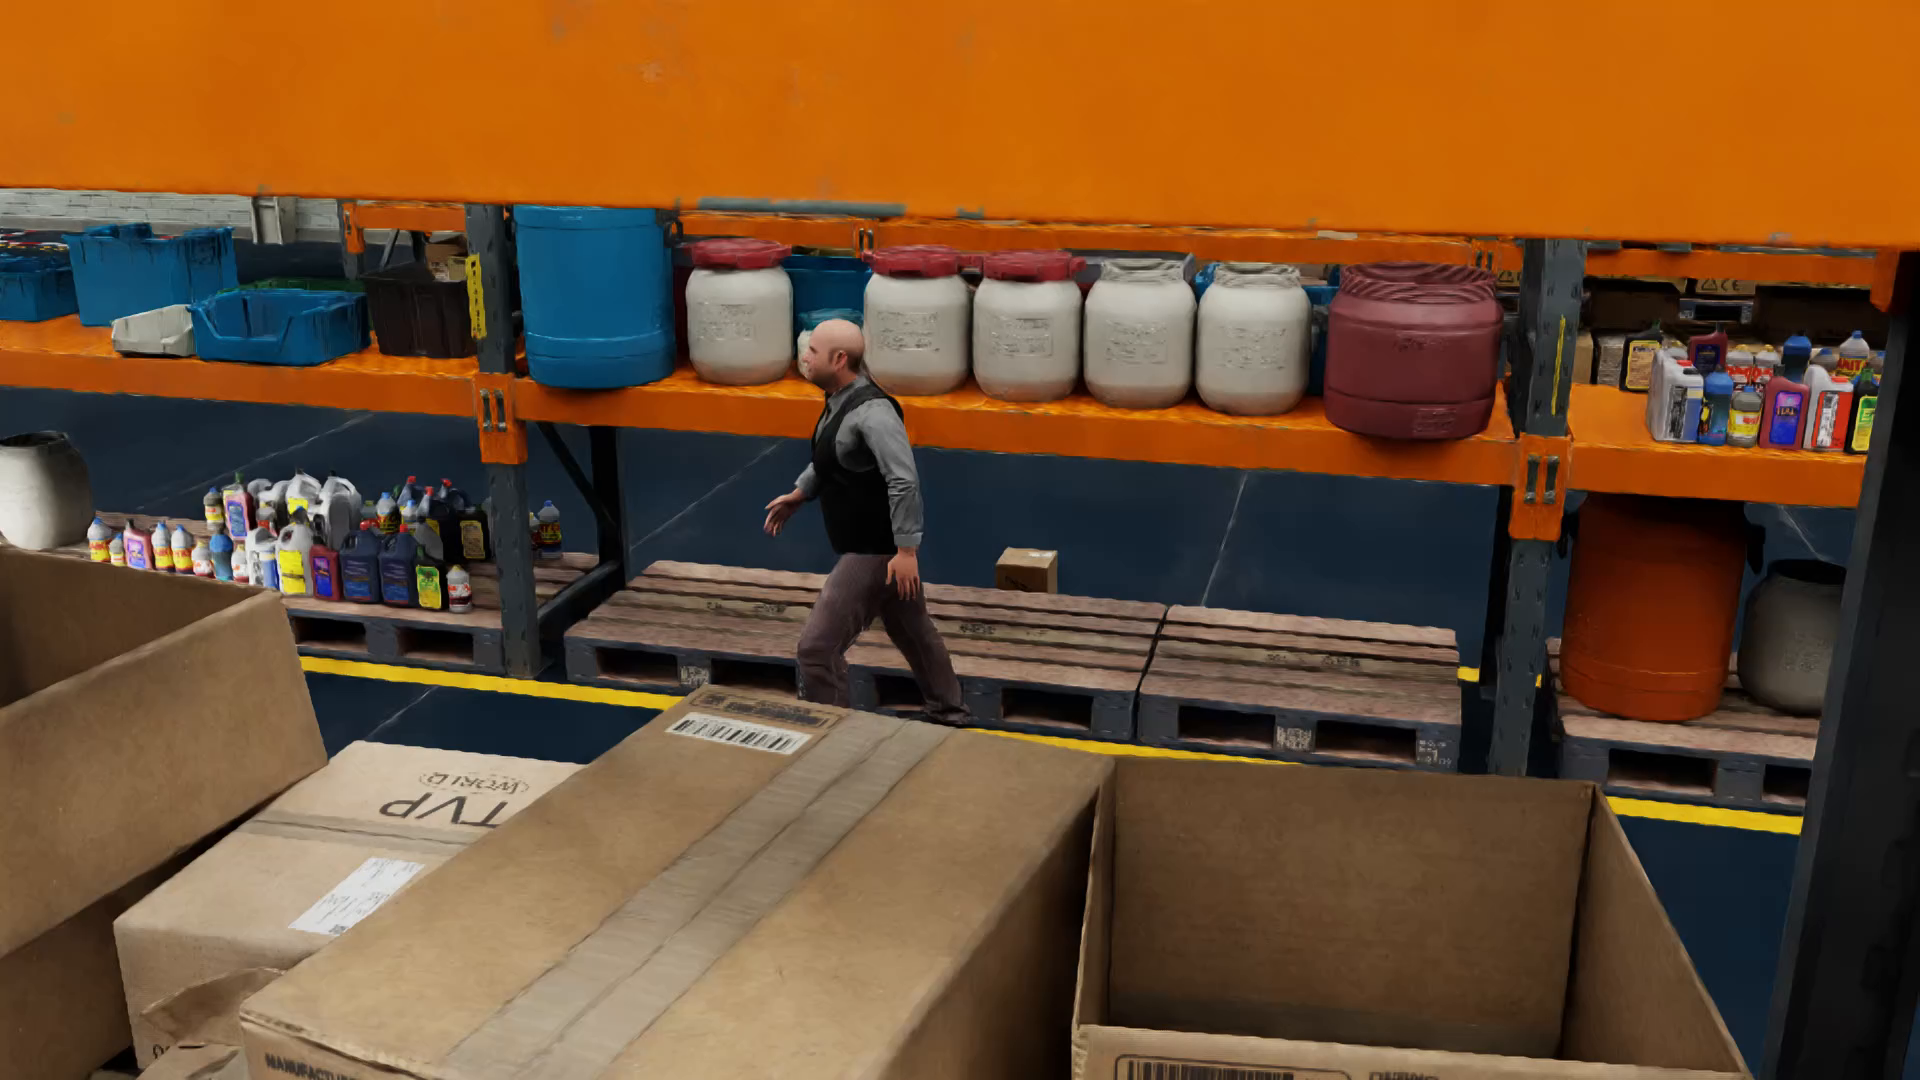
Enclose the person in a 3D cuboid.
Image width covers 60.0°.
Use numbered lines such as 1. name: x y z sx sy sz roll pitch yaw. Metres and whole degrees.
1. person: -0.332 0.017 6.085 0.779 1.668 0.668 -2 18 -6
